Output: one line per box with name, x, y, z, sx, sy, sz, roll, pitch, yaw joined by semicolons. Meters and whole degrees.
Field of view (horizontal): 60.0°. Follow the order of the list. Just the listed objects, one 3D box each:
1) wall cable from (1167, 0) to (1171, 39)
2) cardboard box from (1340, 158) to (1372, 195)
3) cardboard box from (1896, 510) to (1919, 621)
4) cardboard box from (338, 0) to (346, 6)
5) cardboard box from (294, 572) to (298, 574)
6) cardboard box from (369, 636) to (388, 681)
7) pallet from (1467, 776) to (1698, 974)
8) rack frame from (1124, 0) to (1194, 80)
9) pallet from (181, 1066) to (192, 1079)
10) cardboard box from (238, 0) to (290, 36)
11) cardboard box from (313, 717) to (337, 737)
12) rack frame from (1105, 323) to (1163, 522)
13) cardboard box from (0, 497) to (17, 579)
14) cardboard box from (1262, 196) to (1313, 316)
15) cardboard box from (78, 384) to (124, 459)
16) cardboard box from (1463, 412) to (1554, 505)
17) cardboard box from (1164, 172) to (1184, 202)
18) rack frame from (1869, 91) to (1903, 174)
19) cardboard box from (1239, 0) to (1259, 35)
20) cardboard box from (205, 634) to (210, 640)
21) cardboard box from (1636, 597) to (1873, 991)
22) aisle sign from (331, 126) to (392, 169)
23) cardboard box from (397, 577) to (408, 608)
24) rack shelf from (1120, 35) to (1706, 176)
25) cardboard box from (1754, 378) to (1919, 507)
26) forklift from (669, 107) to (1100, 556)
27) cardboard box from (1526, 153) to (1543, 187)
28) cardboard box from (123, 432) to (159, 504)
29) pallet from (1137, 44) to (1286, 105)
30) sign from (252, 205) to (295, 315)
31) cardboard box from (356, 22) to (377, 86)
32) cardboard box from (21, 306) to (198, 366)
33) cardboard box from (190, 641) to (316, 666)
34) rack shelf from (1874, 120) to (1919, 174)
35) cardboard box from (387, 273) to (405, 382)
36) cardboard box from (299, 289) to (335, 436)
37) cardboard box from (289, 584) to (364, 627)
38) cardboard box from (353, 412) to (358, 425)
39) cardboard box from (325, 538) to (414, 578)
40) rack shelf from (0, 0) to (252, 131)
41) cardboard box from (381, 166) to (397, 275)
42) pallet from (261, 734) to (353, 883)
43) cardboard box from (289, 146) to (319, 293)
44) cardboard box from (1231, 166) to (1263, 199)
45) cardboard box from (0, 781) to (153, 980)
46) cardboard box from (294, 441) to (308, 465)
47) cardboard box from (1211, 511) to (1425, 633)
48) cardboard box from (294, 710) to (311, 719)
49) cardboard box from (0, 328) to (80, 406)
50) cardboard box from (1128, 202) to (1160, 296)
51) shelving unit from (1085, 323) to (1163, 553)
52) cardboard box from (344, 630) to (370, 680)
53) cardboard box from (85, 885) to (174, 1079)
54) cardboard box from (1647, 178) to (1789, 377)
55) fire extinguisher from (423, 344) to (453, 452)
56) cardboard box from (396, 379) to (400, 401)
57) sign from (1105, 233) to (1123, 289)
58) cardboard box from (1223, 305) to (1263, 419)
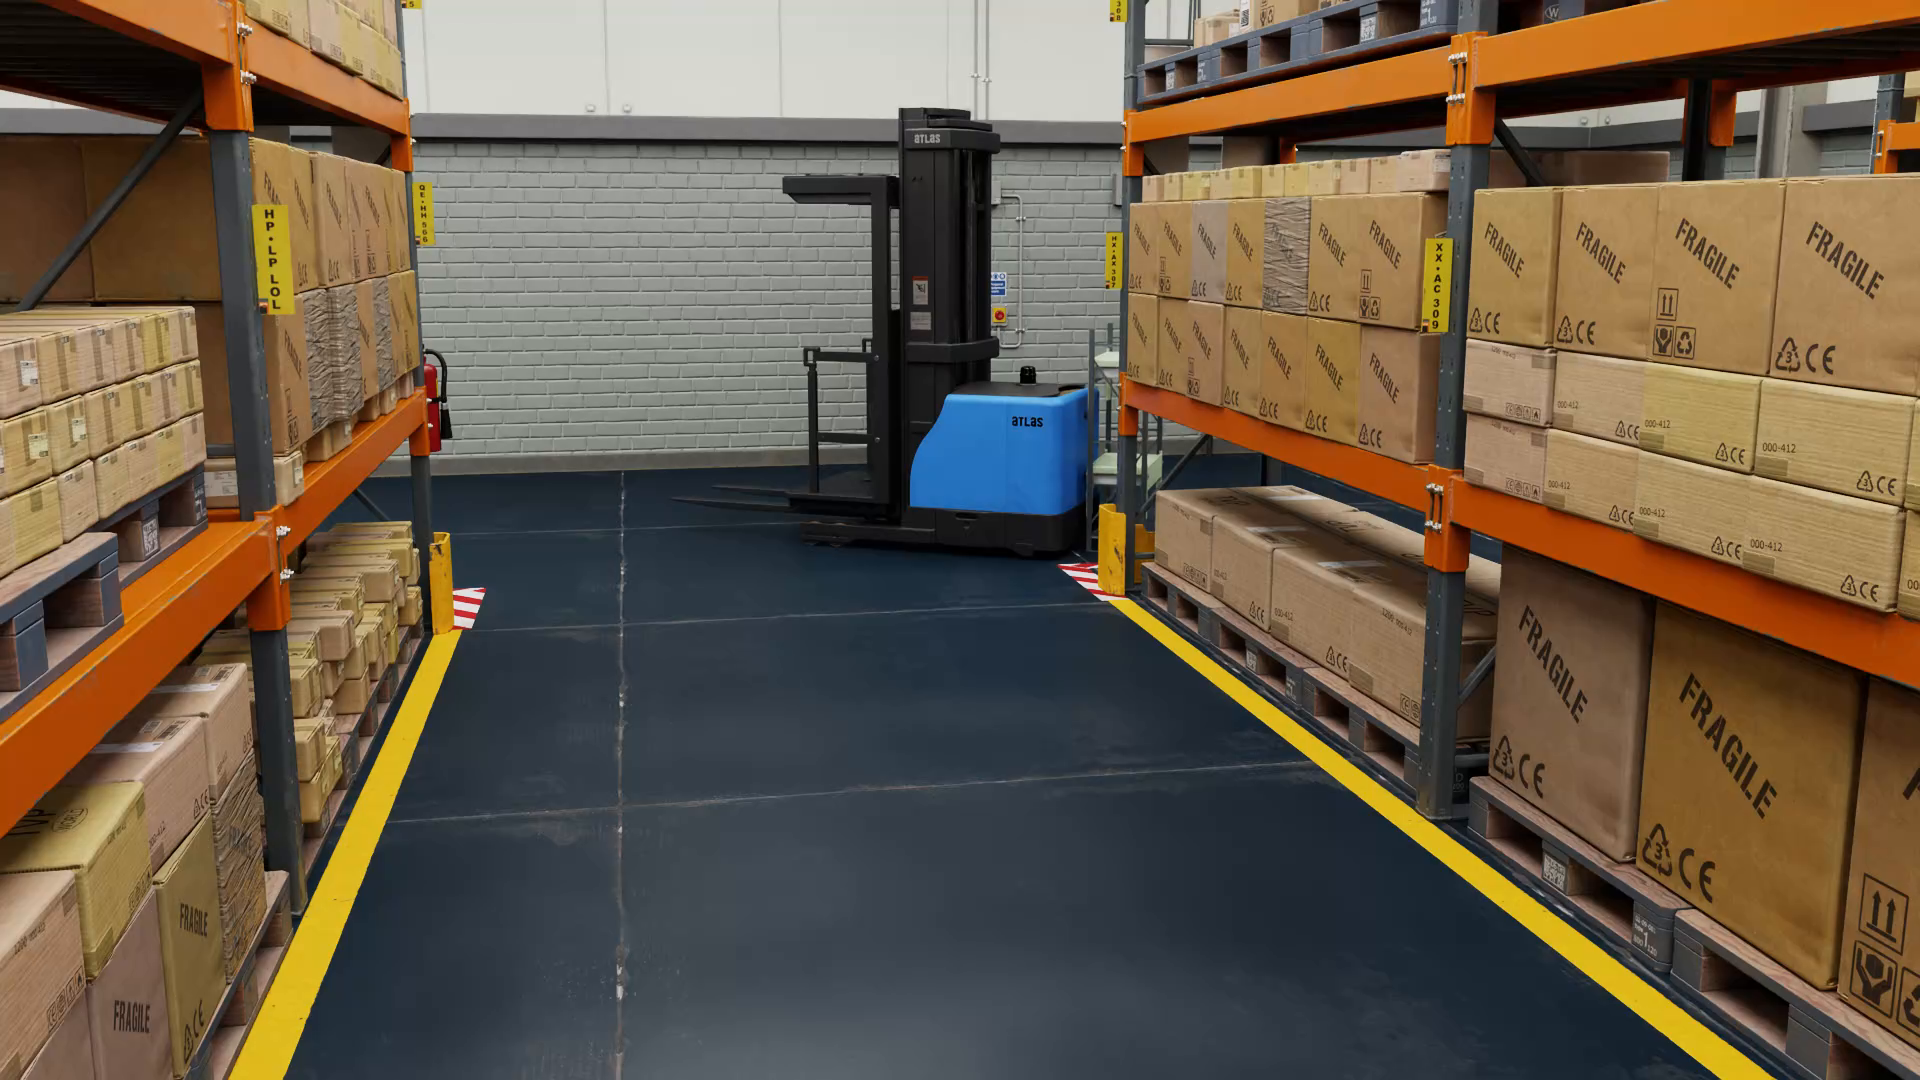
wall cable;0.802;-5.193;14.913;2.355;3.000;0.029;-2;11;-11
cardboard box;1.801;-1.501;6.881;0.380;0.149;0.250;-2;11;-11
cardboard box;2.452;0.085;3.626;0.500;0.250;0.500;-2;11;-12
cardboard box;-2.766;-2.277;6.679;0.500;0.250;0.500;-3;11;-13
cardboard box;-3.407;0.260;8.015;0.380;0.149;0.250;-2;11;-10
cardboard box;-2.761;0.531;7.387;0.380;0.149;0.250;-2;11;-10
pallet;2.448;1.056;5.583;1.003;0.211;1.213;-2;11;-11
rack frame;1.446;-4.133;9.345;1.000;3.000;0.127;-2;11;-11
pallet;-2.218;1.483;3.341;1.003;0.211;1.213;-2;11;-11
cardboard box;-2.443;-1.748;5.238;0.500;0.250;0.500;-2;11;-8
cardboard box;-2.518;0.769;6.134;0.380;0.149;0.250;-2;11;-11
rack frame;1.233;-0.781;11.786;0.400;1.500;0.023;3;11;14
cardboard box;-2.032;0.017;3.136;0.380;0.149;0.250;-2;11;-13
cardboard box;1.663;-1.256;7.330;0.500;0.500;0.500;-2;11;-10
cardboard box;-2.185;-0.273;3.863;0.380;0.149;0.250;-2;11;-13
cardboard box;2.051;-0.288;5.591;0.500;0.250;0.500;-2;11;-12
cardboard box;1.303;-1.873;8.836;0.380;0.149;0.250;-2;11;-9
rack frame;6.314;-1.367;10.858;1.000;3.000;0.127;-2;11;-11
cardboard box;1.688;-2.595;8.133;0.500;0.311;0.500;-2;11;-10
cardboard box;-3.262;0.356;6.716;0.380;0.149;0.250;-3;11;-13
cardboard box;2.607;0.661;4.760;0.875;0.875;0.875;-2;11;-9
aisle sign;-3.110;-2.289;8.747;0.394;0.787;0.004;-2;11;-11
cardboard box;-2.904;0.242;8.108;0.380;0.149;0.250;-3;11;-13
rack shelf;1.835;-1.939;7.765;1.077;0.370;4.000;-2;11;-11
cardboard box;2.334;-0.253;4.065;0.500;0.250;0.500;-2;11;-13
forklift;-0.583;-1.481;11.637;3.031;2.935;1.130;4;11;20
cardboard box;2.352;-1.425;6.486;0.380;0.149;0.250;-2;11;-10
cardboard box;-2.243;-0.178;4.157;0.380;0.149;0.250;-2;11;-11
pallet;1.601;-2.480;8.921;1.003;0.211;1.213;-2;11;-11
sign;-2.068;-0.844;5.009;0.100;0.325;0.005;-2;11;-11
cardboard box;-2.852;-2.129;7.238;0.500;0.250;0.500;-2;11;-9
cardboard box;-2.342;-0.563;4.587;0.380;0.149;0.250;-2;11;-8
cardboard box;-2.568;0.480;6.062;0.380;0.149;0.250;-2;11;-12
rack shelf;6.703;-2.121;8.717;1.077;0.370;4.000;-2;11;-11
cardboard box;-2.955;-1.015;7.944;0.500;0.500;0.500;-2;11;-12
cardboard box;-2.564;-0.640;5.972;0.500;0.500;0.500;-2;11;-11
cardboard box;-2.754;0.290;7.062;0.380;0.149;0.250;-2;11;-11
cardboard box;-2.885;-0.575;7.368;0.380;0.149;0.250;-3;11;-13
cardboard box;-2.871;0.093;8.094;0.380;0.149;0.250;-2;11;-12
rack shelf;-2.223;-1.007;2.868;1.077;0.370;4.000;-2;11;-11
cardboard box;-2.958;-1.506;7.850;0.500;0.500;0.500;-3;11;-13
pallet;-2.777;0.994;5.909;1.003;0.211;1.213;-2;11;-11
cardboard box;-2.576;-1.126;5.855;0.500;0.500;0.500;-2;11;-13
cardboard box;1.504;-1.684;7.845;0.380;0.149;0.250;-2;11;-12
cardboard box;-2.015;0.718;3.459;0.500;0.250;0.500;-3;11;-14
cardboard box;-2.619;-0.336;6.112;0.380;0.149;0.250;-3;11;-14
cardboard box;1.859;0.151;8.609;0.875;0.438;0.875;-2;11;-9
cardboard box;-2.506;0.673;5.845;0.380;0.149;0.250;-2;11;-11
cardboard box;-2.145;-0.372;3.589;0.380;0.149;0.250;-2;11;-13
cardboard box;1.260;-1.628;9.286;0.500;0.500;0.500;-2;11;-12
shelving unit;1.142;-0.714;11.438;0.431;1.500;0.755;3;11;14
cardboard box;-2.655;0.480;6.858;0.380;0.149;0.250;-2;11;-11
cardboard box;-2.026;1.083;3.548;0.500;0.500;0.500;-2;11;-12
cardboard box;2.249;-0.717;4.501;0.500;0.500;0.500;-2;11;-12
fire extinguisher;-2.986;-0.829;9.236;0.296;0.674;0.183;-2;11;-11
cardboard box;-3.037;-0.768;8.379;0.380;0.149;0.250;-2;11;-11
sign;0.901;-1.631;9.717;0.100;0.325;0.005;-2;11;-11
cardboard box;1.579;-0.860;7.924;0.500;0.500;0.500;-2;11;-9
